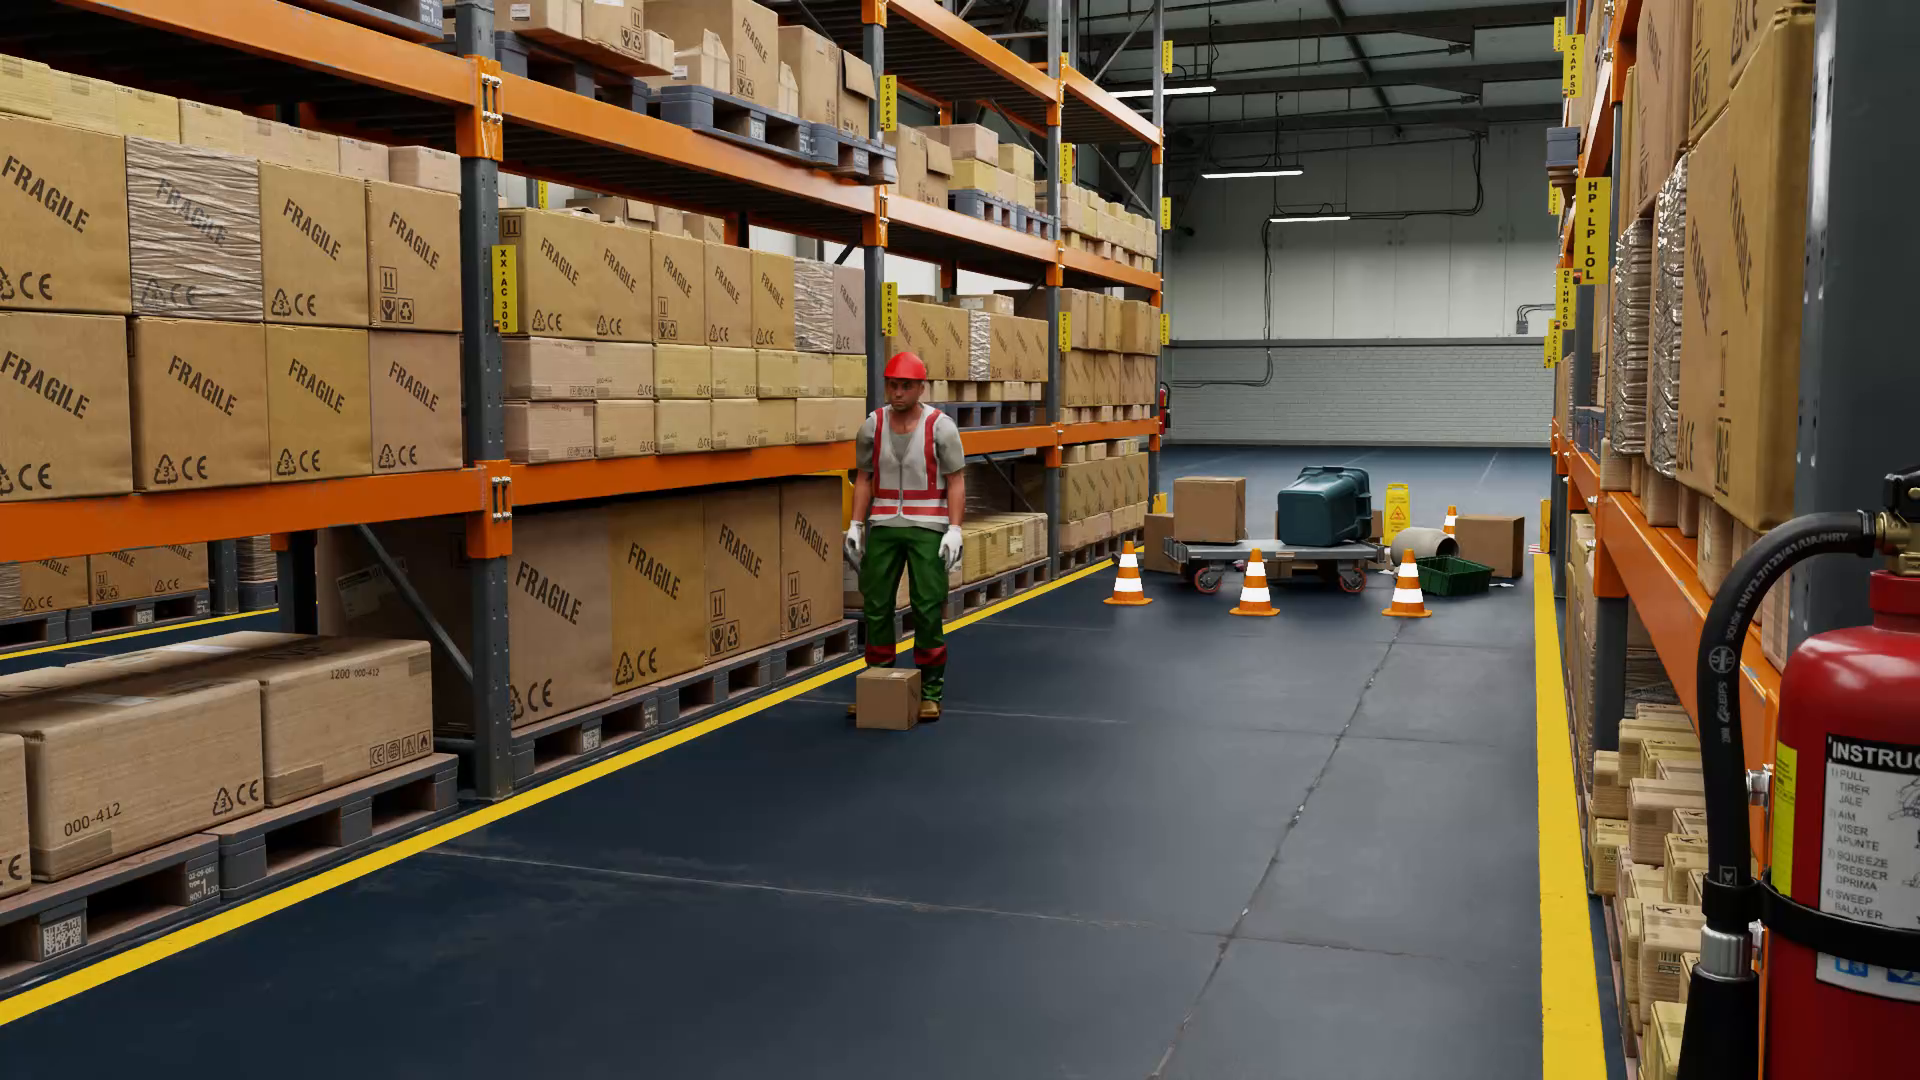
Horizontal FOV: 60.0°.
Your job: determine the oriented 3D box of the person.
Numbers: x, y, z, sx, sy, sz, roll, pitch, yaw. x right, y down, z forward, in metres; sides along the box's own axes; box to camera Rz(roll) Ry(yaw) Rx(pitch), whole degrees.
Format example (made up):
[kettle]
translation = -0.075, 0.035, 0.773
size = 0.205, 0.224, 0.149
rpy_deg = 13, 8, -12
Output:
[person]
translation = -0.269, -0.022, 8.102
size = 0.604, 1.778, 0.450
rpy_deg = 2, 5, 17
